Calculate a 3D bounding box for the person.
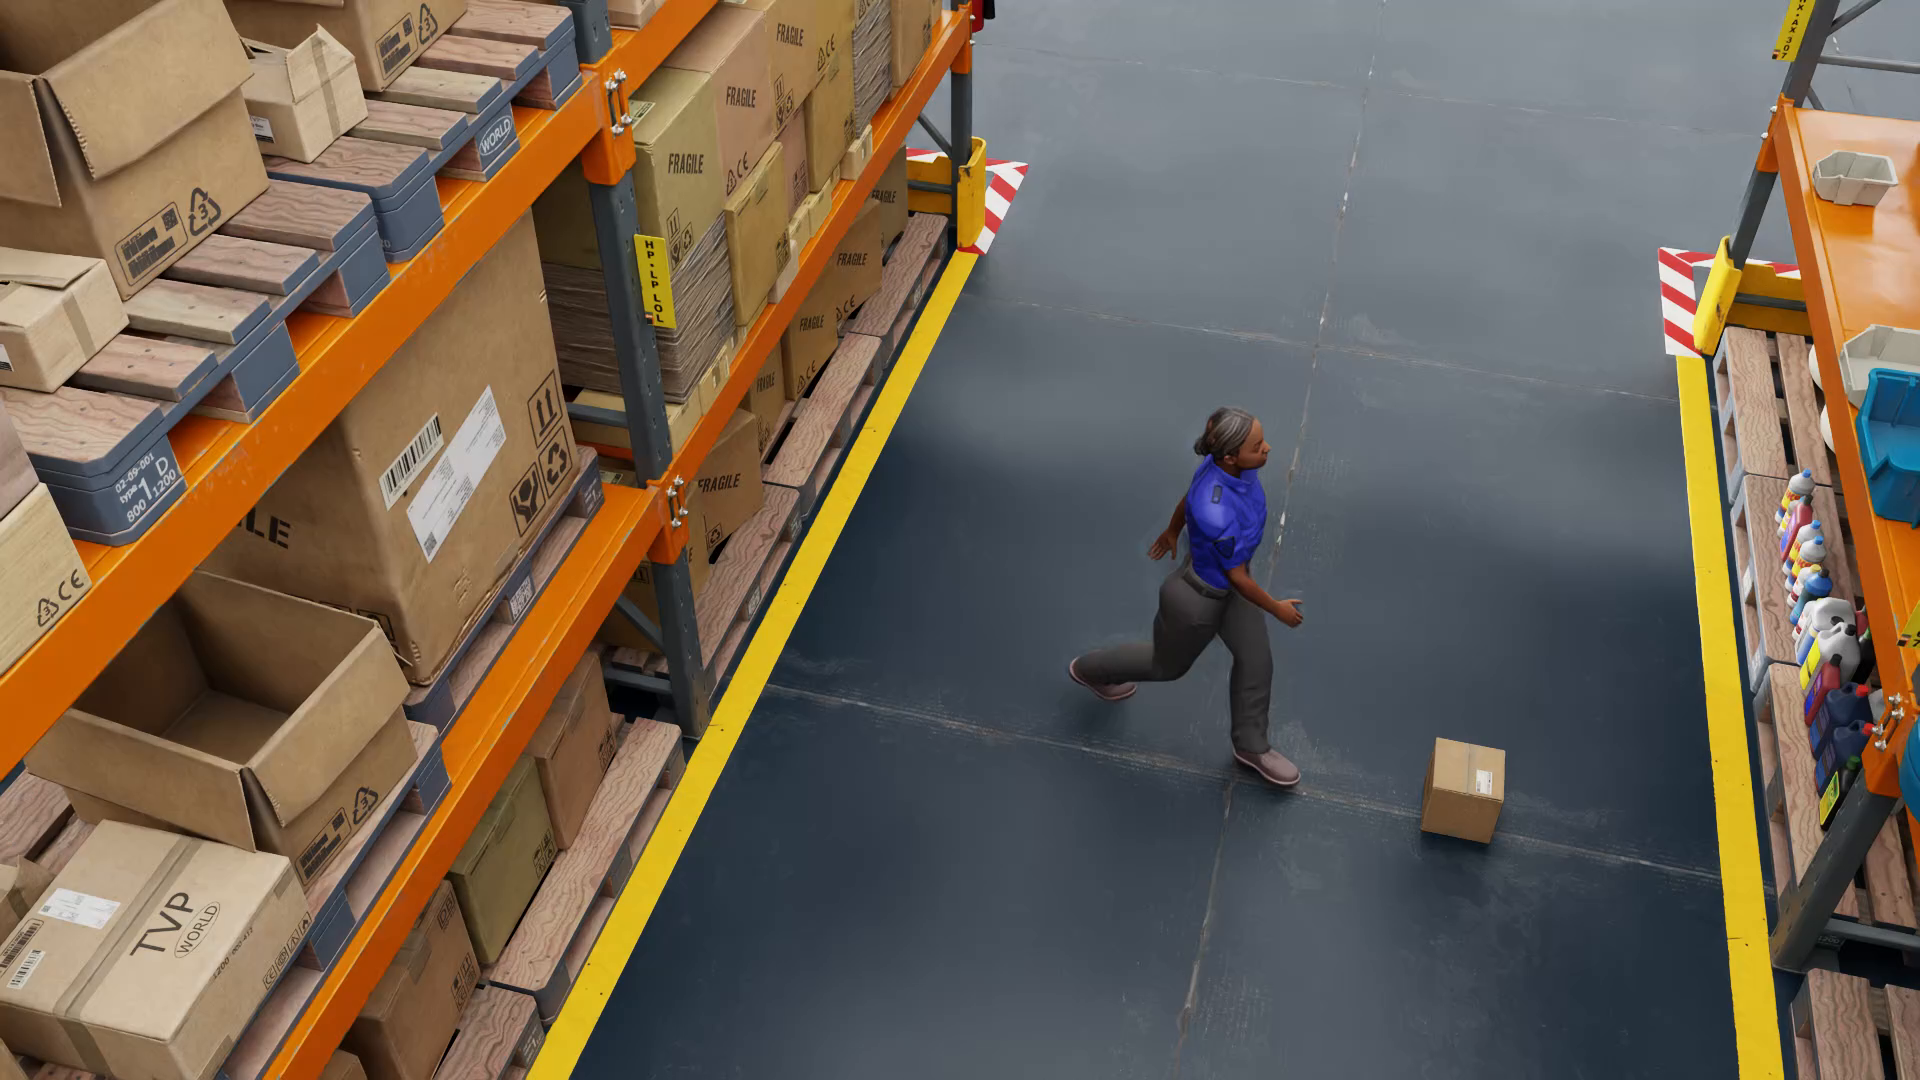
[{"bbox_3d":[0.881,0.155,6.000,0.985,1.597,0.435,21,46,22],"label":"person"}]
